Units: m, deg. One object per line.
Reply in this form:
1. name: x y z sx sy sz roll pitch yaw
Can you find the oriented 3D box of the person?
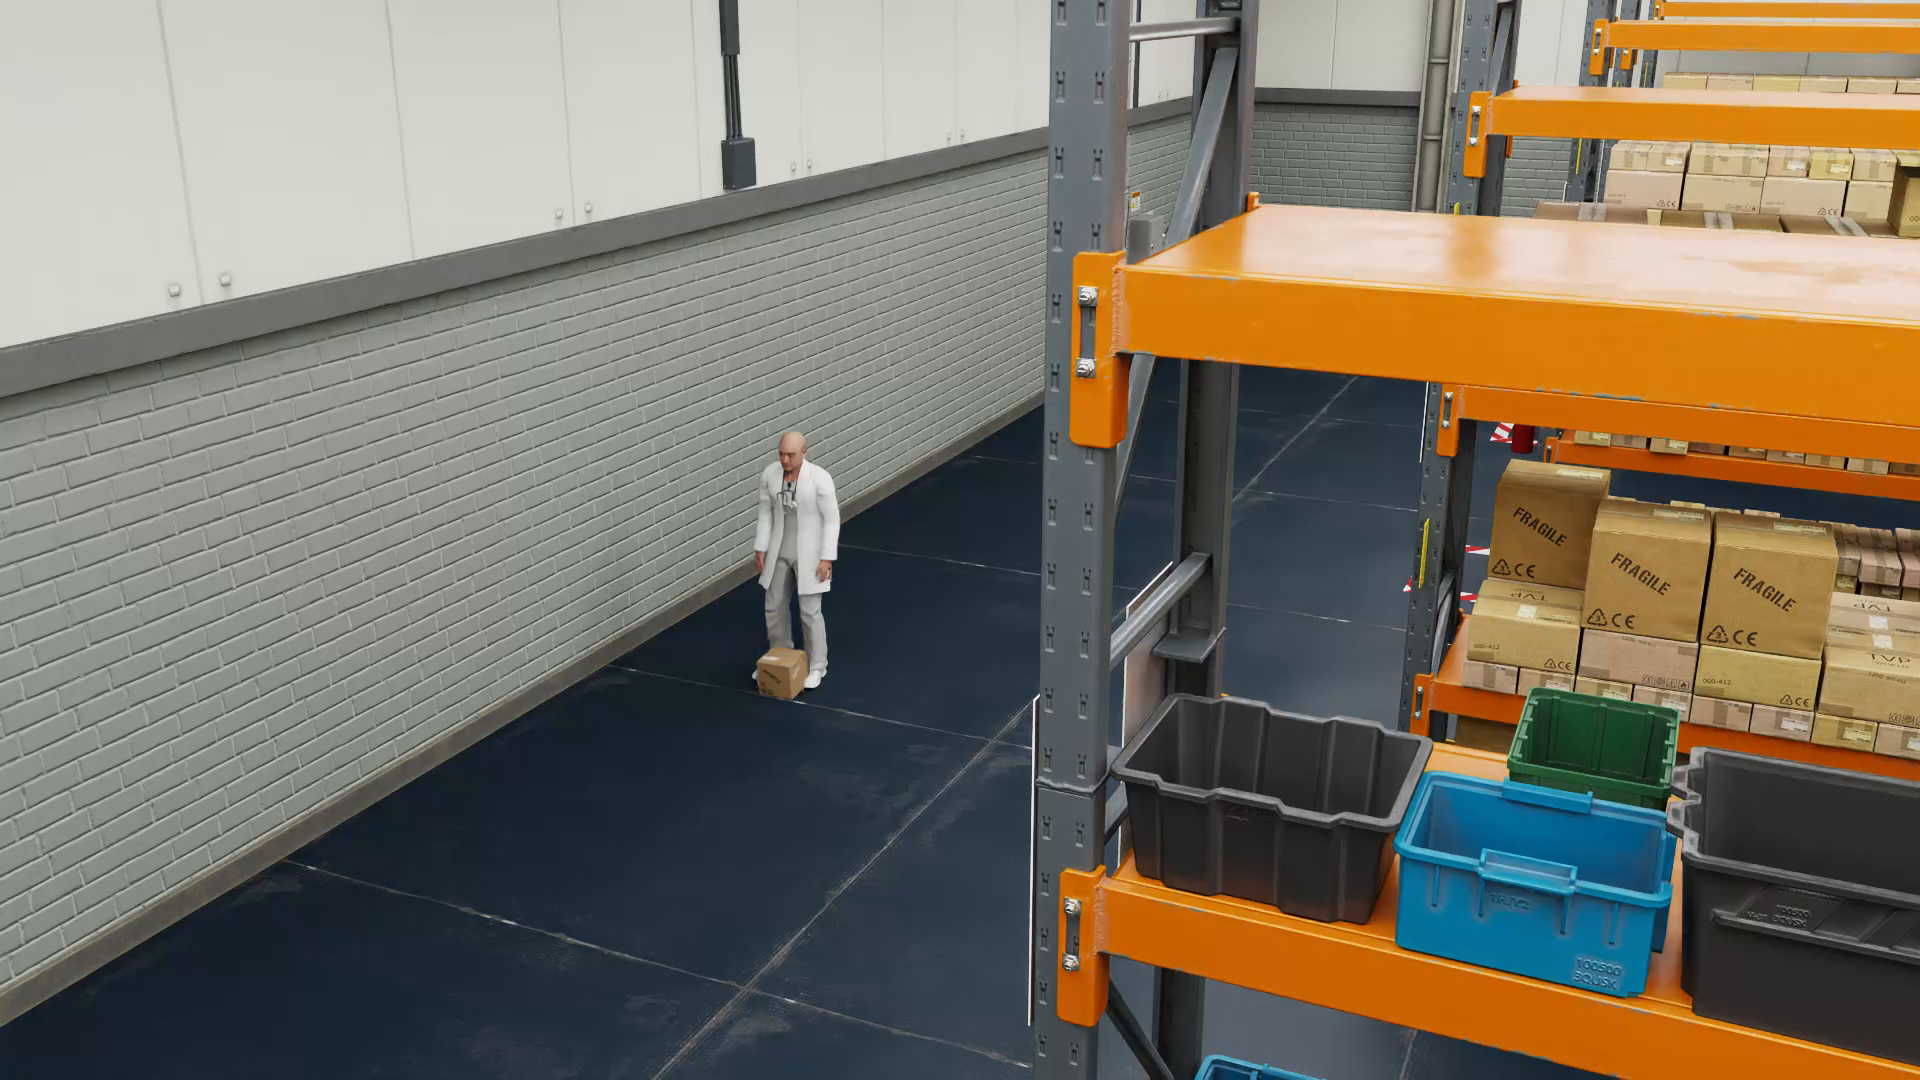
1. person: -1.111 0.112 11.255 0.617 1.774 0.426 8 20 21
